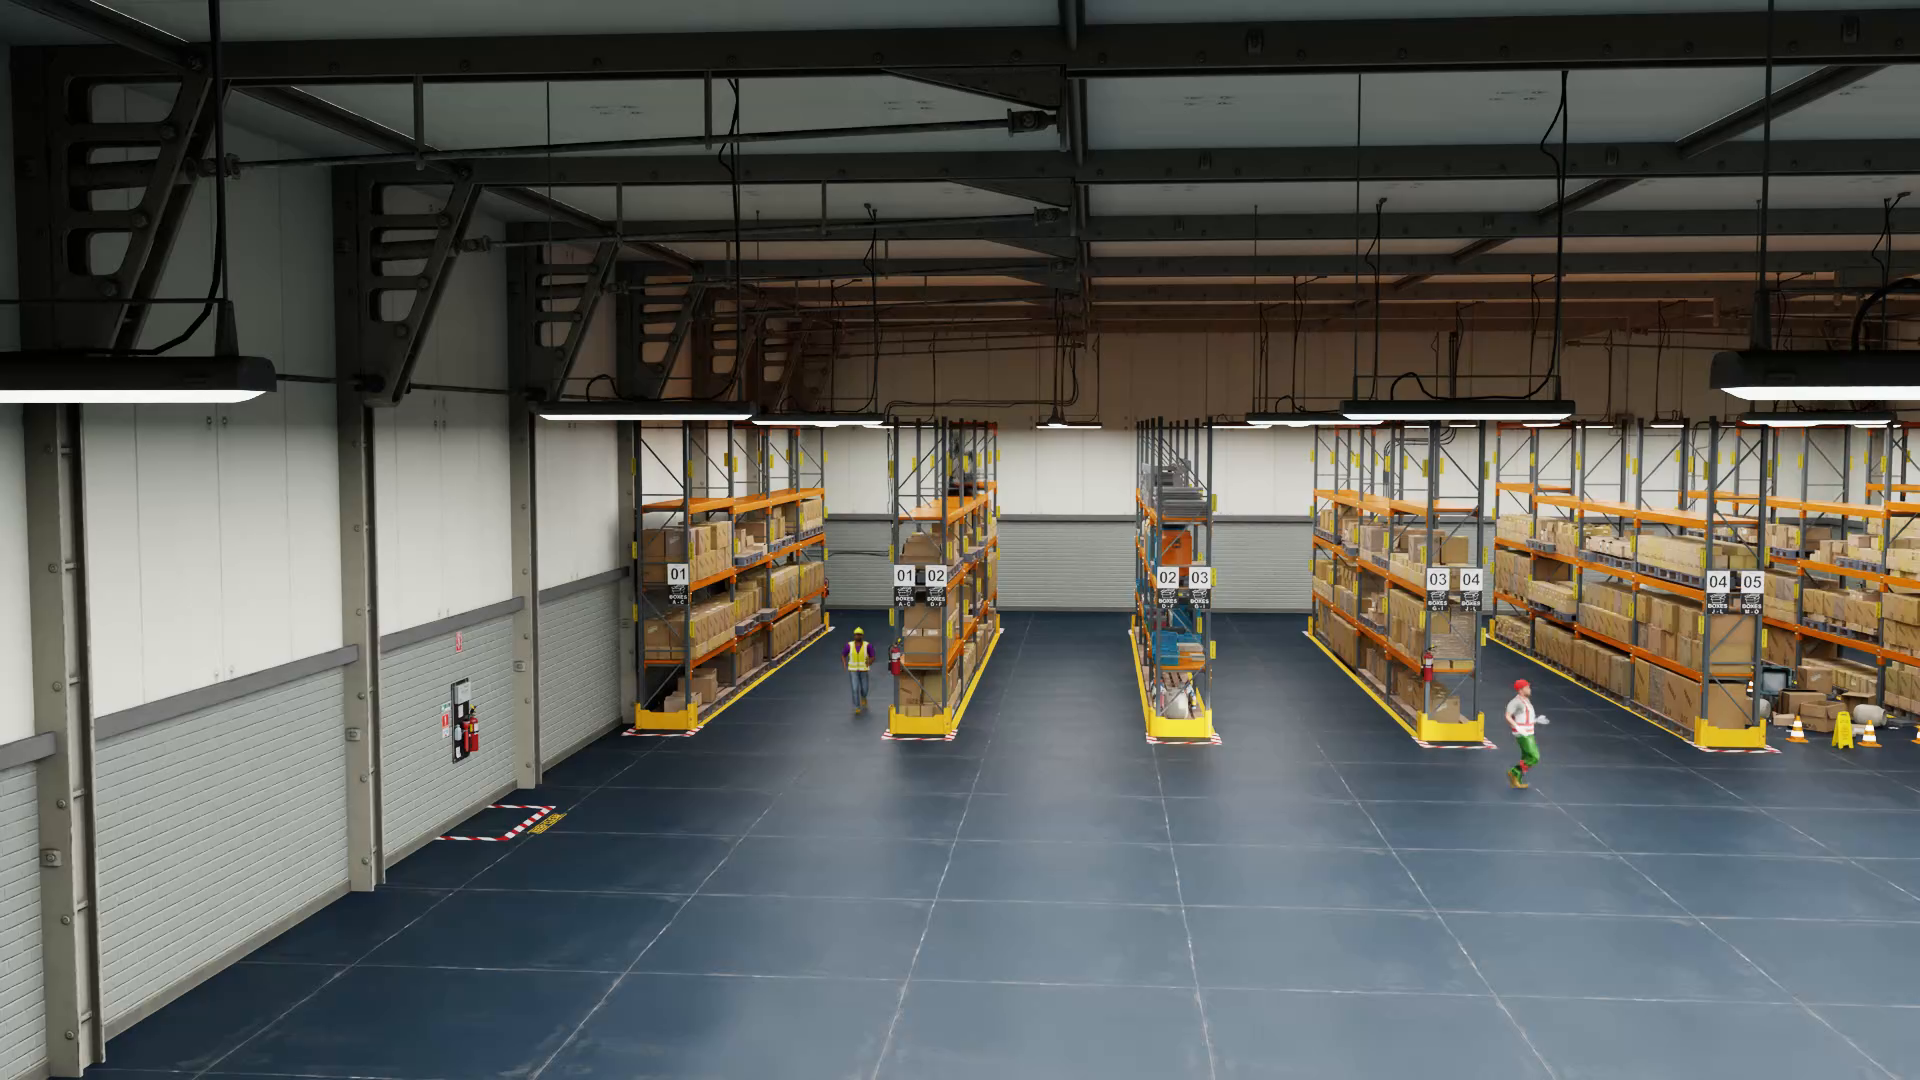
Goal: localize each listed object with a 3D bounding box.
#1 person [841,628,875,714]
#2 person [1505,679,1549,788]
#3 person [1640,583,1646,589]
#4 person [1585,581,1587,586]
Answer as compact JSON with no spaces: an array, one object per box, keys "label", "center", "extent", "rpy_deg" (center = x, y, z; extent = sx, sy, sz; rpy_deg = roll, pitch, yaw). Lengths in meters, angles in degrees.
[{"label":"person","center":[-2.072,2.651,33.839],"extent":[0.707,1.726,0.754],"rpy_deg":[0,4,-3]},{"label":"person","center":[9.060,3.102,26.542],"extent":[0.584,1.742,0.643],"rpy_deg":[2,4,32]},{"label":"person","center":[19.281,1.779,47.313],"extent":[0.557,1.715,0.731],"rpy_deg":[0,4,7]},{"label":"person","center":[16.896,1.974,44.694],"extent":[0.520,1.731,0.782],"rpy_deg":[1,4,10]}]
